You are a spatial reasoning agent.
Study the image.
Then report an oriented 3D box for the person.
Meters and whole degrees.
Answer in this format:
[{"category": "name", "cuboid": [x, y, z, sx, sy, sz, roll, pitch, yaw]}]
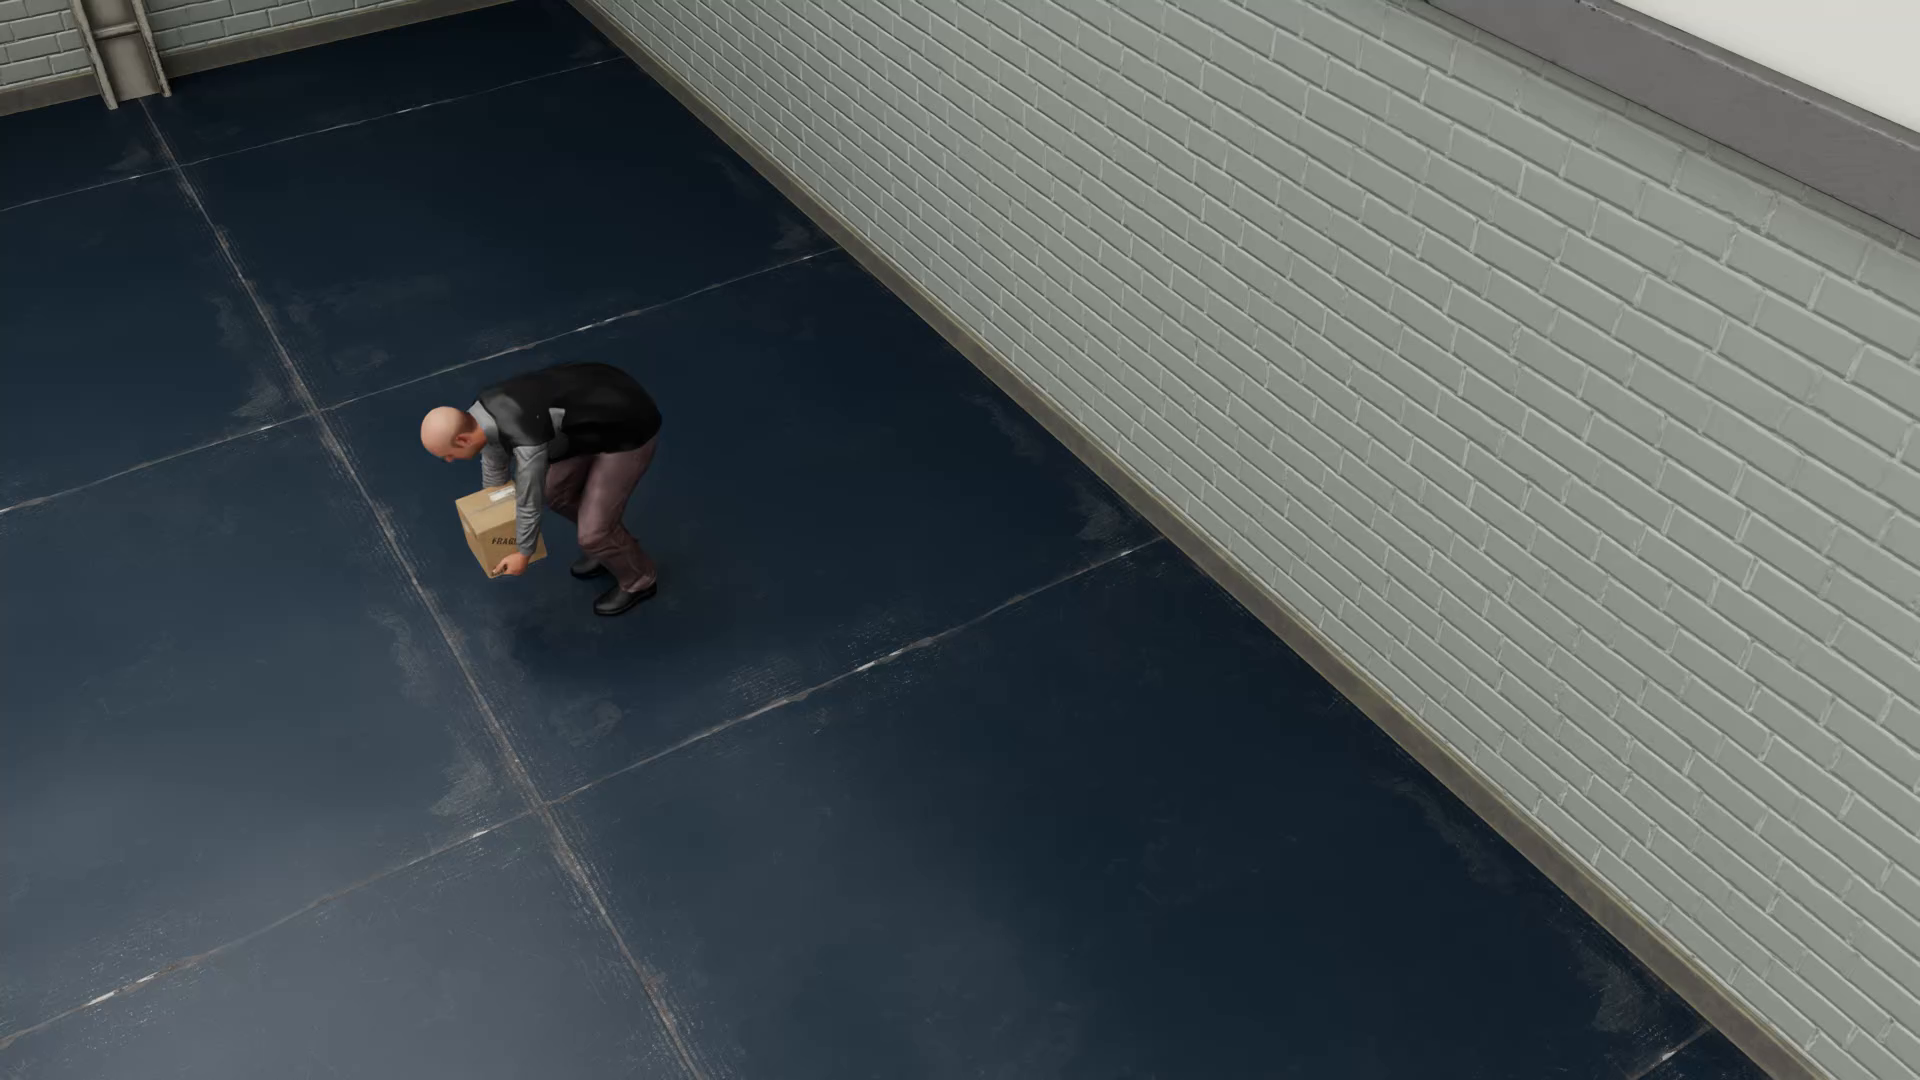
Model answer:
[{"category": "person", "cuboid": [-1.660, -0.186, 6.824, 0.936, 1.164, 0.484, -24, 46, -26]}]
